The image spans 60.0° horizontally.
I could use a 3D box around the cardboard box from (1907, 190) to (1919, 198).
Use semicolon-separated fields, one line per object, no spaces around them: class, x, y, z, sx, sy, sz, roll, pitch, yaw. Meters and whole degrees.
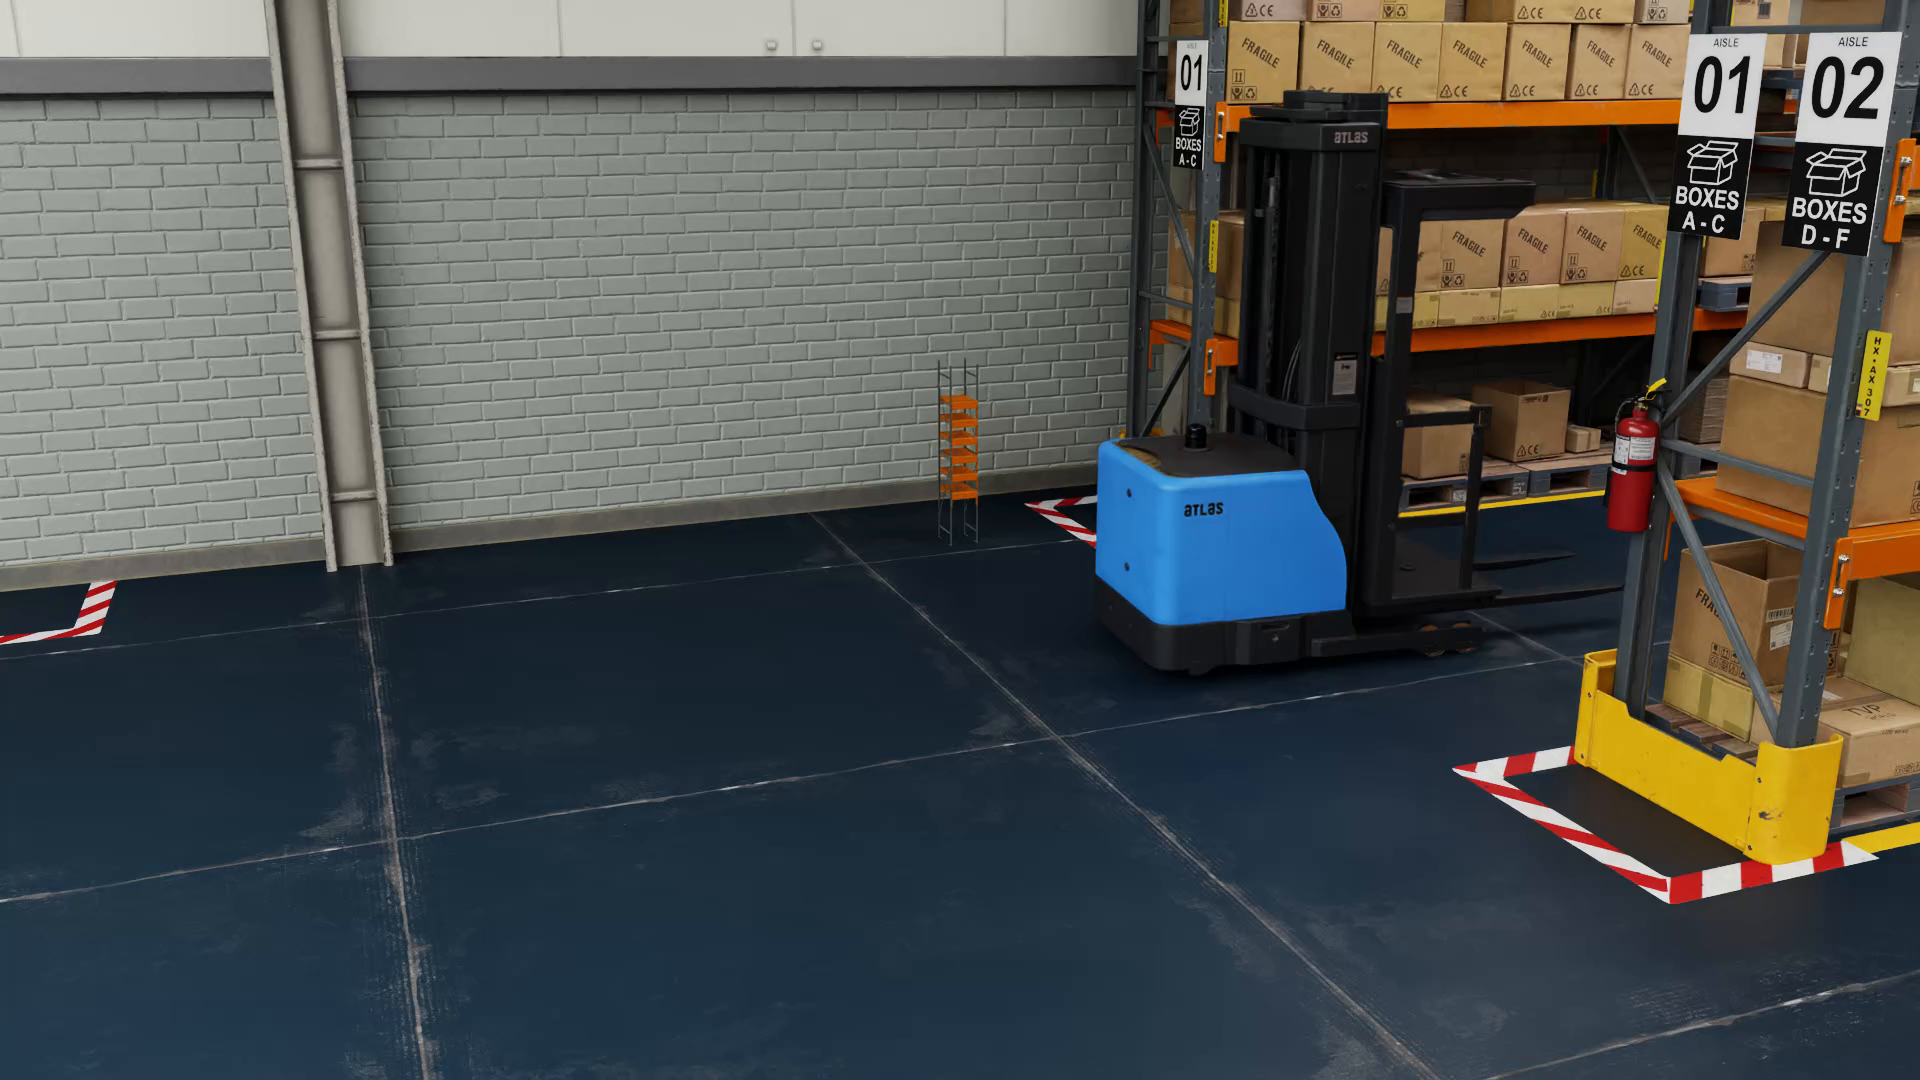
cardboard box;7.948;-2.560;13.533;0.500;0.500;0.700;-8;18;-25

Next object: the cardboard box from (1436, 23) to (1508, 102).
cardboard box;3.317;-3.230;11.237;0.500;0.500;0.500;-5;17;-17

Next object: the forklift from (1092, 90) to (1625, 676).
forklift;2.325;-0.915;9.013;3.031;2.935;1.130;-5;17;-15

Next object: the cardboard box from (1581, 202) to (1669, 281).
cardboard box;4.829;-2.179;12.095;0.500;0.500;0.500;-6;17;-20

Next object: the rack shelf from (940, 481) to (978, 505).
rack shelf;-0.014;-0.301;11.004;0.180;0.103;0.258;-6;17;-20

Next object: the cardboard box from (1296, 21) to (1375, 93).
cardboard box;2.341;-3.117;10.852;0.500;0.500;0.500;-5;17;-16

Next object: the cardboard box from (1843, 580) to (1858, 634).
cardboard box;4.524;0.216;7.842;0.500;0.500;0.500;-6;17;-20

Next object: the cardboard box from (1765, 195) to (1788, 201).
cardboard box;6.776;-2.441;13.130;0.500;0.500;0.700;-4;17;-12

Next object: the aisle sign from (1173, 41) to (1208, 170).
aisle sign;1.465;-2.769;10.589;0.004;0.787;0.394;-6;17;-20

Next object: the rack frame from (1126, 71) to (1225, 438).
rack frame;1.425;-1.608;11.249;0.127;3.000;1.000;-6;17;-20

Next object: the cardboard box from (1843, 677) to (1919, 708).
cardboard box;4.247;0.766;7.300;0.500;0.250;0.500;-6;17;-20

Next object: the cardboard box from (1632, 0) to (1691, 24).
cardboard box;4.789;-3.866;11.627;0.500;0.500;0.500;-8;18;-25

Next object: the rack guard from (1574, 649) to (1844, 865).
rack guard;3.179;0.897;7.156;0.348;0.500;1.175;-6;17;-20

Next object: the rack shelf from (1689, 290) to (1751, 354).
rack shelf;7.028;-1.867;13.410;4.000;0.370;1.077;-6;17;-20

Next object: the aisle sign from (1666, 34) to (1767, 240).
aisle sign;3.035;-1.623;6.686;0.004;0.787;0.394;-6;17;-20

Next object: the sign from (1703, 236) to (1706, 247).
sign;5.362;-2.284;12.017;0.005;0.325;0.100;-6;17;-20

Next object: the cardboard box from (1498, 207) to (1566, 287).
cardboard box;3.891;-2.079;11.756;0.500;0.500;0.500;-7;18;-22

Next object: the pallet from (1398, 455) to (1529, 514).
pallet;3.405;-0.472;12.330;1.213;0.211;1.003;-6;17;-20

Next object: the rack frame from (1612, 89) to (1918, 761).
rack frame;3.201;-0.305;6.812;0.127;3.000;1.000;-6;17;-20

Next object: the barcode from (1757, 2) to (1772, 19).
barcode;3.310;-2.180;6.843;0.075;0.075;0.001;-6;17;-20

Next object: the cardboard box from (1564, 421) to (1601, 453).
cardboard box;4.671;-0.801;12.749;0.250;0.166;0.380;-9;18;-27

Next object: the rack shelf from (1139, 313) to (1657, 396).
rack shelf;3.293;-1.464;12.037;4.000;0.370;1.077;-6;17;-20

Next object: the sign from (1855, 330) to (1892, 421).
sign;3.394;-0.611;6.179;0.005;0.325;0.100;-6;17;-20

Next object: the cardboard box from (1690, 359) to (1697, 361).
cardboard box;6.306;-1.166;13.402;0.500;0.500;0.700;-7;18;-21

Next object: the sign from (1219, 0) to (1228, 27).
sign;1.619;-3.323;10.217;0.005;0.325;0.100;-6;17;-20

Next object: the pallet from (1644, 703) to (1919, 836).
pallet;3.900;0.945;7.505;1.213;0.211;1.003;-6;17;-20

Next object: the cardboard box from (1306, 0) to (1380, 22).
cardboard box;2.358;-3.596;10.710;0.500;0.500;0.500;-6;18;-21

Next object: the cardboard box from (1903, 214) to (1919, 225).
cardboard box;4.180;-1.079;6.967;0.500;0.500;0.700;-7;18;-22

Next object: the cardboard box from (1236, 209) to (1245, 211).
cardboard box;2.263;-2.057;11.678;0.500;0.500;0.500;-6;17;-19

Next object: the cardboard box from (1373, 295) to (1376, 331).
cardboard box;2.474;-1.567;11.341;0.500;0.250;0.500;-7;18;-22

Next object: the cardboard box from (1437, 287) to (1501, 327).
cardboard box;3.425;-1.667;11.682;0.500;0.250;0.500;-6;17;-20

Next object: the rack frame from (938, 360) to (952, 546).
rack frame;-0.099;-0.565;10.893;0.006;1.200;0.240;-6;17;-20

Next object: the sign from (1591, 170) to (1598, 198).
sign;4.958;-2.712;12.955;0.005;0.325;0.100;-6;17;-20

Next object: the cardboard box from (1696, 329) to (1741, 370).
cardboard box;6.252;-1.506;13.228;0.500;0.250;0.500;-7;18;-21

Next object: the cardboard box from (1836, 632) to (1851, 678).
cardboard box;4.059;0.628;7.771;0.500;0.250;0.500;-6;17;-20

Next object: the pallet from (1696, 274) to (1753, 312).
pallet;5.926;-1.958;12.781;1.213;0.211;1.003;-6;17;-20

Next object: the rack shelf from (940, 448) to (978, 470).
rack shelf;-0.014;-0.532;10.937;0.180;0.103;0.258;-6;17;-20

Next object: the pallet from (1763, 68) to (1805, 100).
pallet;5.775;-3.394;12.342;1.003;0.211;1.213;-6;17;-20

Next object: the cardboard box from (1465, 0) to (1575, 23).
cardboard box;3.798;-3.752;11.240;0.500;0.500;0.500;-7;18;-22

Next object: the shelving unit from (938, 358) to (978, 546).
shelving unit;-0.014;-0.574;10.924;0.189;1.200;0.258;-6;17;-20

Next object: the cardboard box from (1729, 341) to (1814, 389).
cardboard box;3.490;-0.752;7.008;0.250;0.149;0.380;-6;18;-21

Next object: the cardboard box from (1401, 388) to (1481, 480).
cardboard box;3.339;-0.784;12.099;0.500;0.500;0.700;-7;18;-24

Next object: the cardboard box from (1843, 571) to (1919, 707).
cardboard box;4.248;0.407;7.193;0.500;0.500;0.500;-6;17;-20

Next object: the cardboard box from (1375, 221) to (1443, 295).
cardboard box;2.928;-1.972;11.389;0.500;0.500;0.500;-7;18;-22

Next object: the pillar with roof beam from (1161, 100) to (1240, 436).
pillar with roof beam;3.310;-3.651;7.562;0.400;9.000;9.100;-6;17;-20

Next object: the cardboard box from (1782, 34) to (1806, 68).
cardboard box;6.274;-3.705;12.480;0.500;0.311;0.500;-6;17;-18

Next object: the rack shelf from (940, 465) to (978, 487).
rack shelf;-0.014;-0.416;10.971;0.180;0.103;0.258;-6;17;-20

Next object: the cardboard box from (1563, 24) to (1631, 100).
cardboard box;4.300;-3.344;11.625;0.500;0.500;0.500;-8;18;-25

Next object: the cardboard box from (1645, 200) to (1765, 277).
cardboard box;5.648;-2.312;12.690;0.500;0.500;0.700;-6;17;-20

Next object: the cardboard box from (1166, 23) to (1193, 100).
cardboard box;1.724;-3.213;11.179;0.500;0.500;0.500;-5;17;-16

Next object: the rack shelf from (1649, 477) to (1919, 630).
rack shelf;5.069;-0.161;7.600;4.000;0.370;1.077;-6;17;-20

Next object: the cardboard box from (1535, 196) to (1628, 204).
cardboard box;4.647;-2.316;12.560;0.500;0.500;0.500;-7;18;-21

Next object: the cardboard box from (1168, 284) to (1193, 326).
cardboard box;1.792;-1.643;11.601;0.500;0.250;0.500;-6;17;-19

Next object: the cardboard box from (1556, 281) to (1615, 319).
cardboard box;4.358;-1.773;12.043;0.500;0.250;0.500;-6;17;-20

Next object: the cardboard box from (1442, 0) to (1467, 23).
cardboard box;3.180;-3.847;11.563;0.500;0.500;0.500;-6;17;-20
